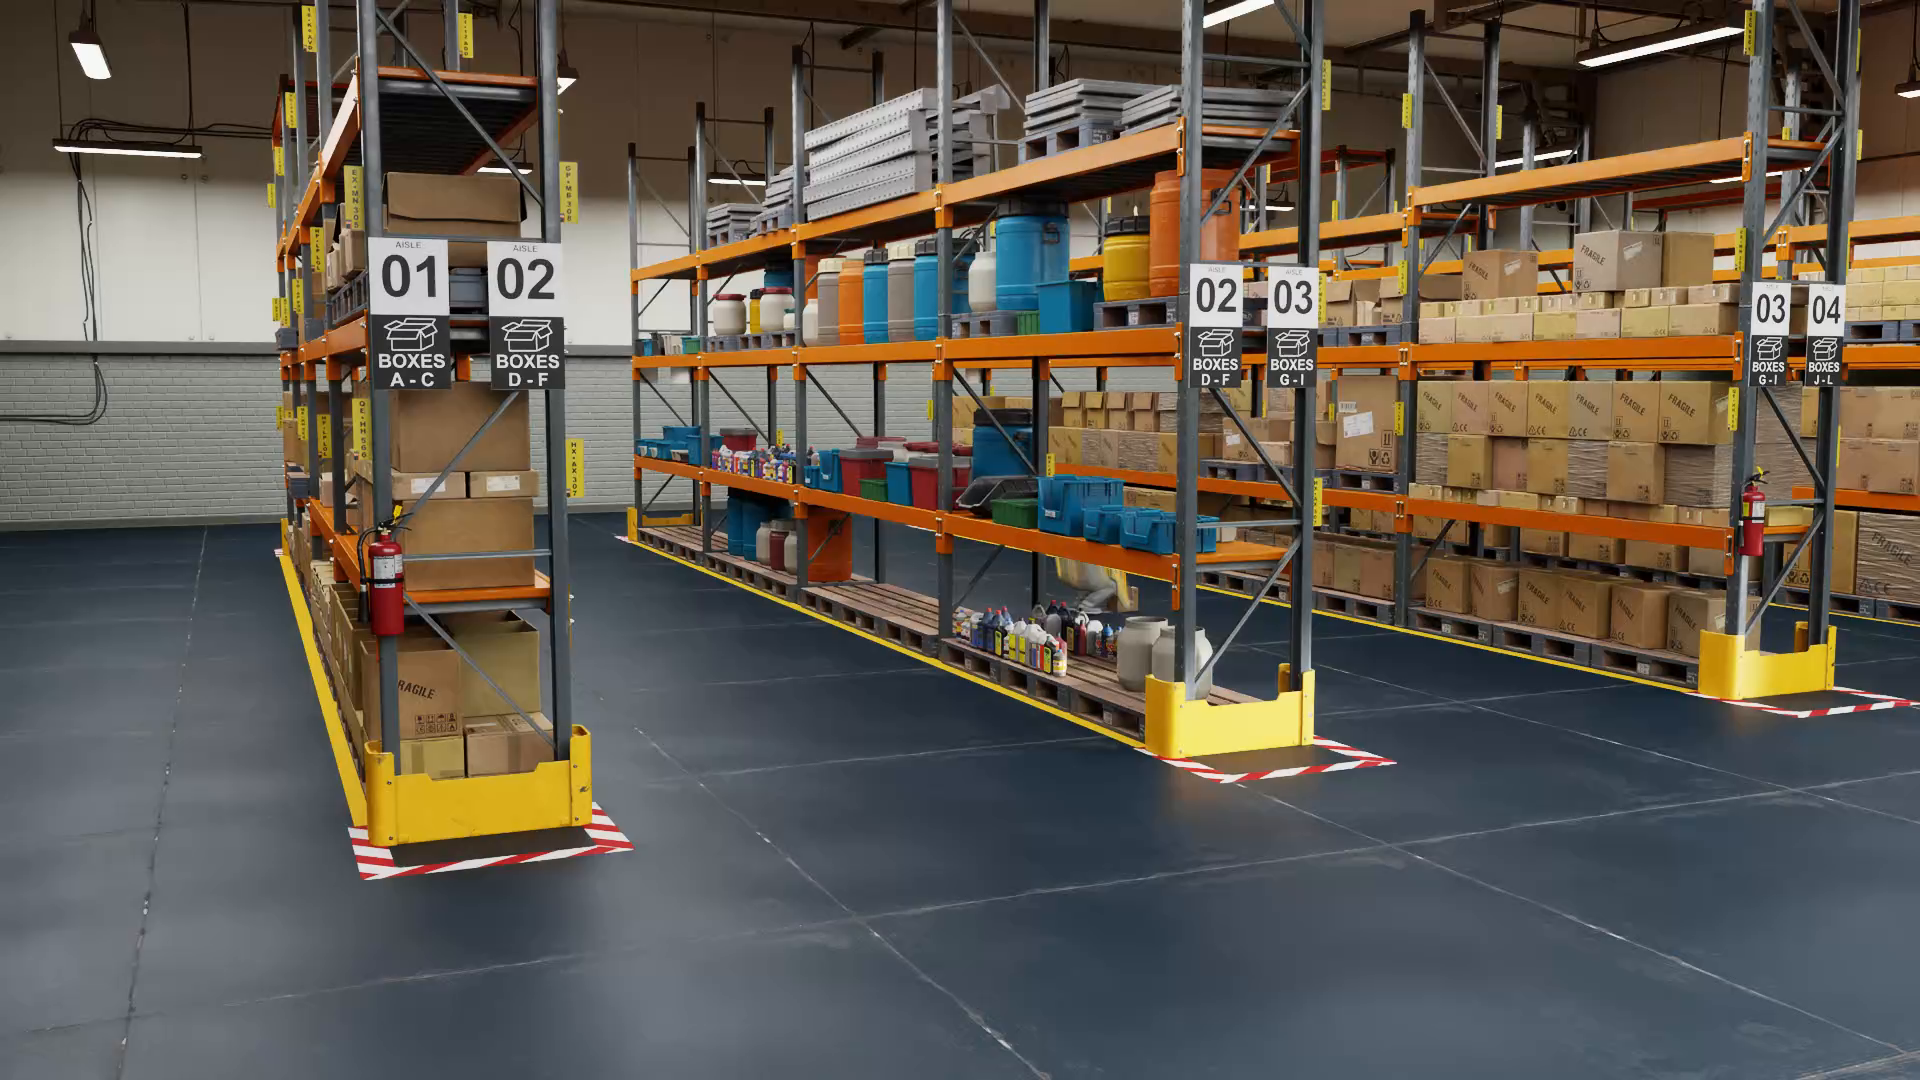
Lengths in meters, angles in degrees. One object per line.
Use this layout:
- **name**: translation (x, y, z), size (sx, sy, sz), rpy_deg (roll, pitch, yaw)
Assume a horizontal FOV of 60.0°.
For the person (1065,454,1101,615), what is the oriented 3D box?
- **person**: translation (1.368, -0.066, 17.586), size (0.525, 1.691, 0.435), rpy_deg (-2, 6, -24)
